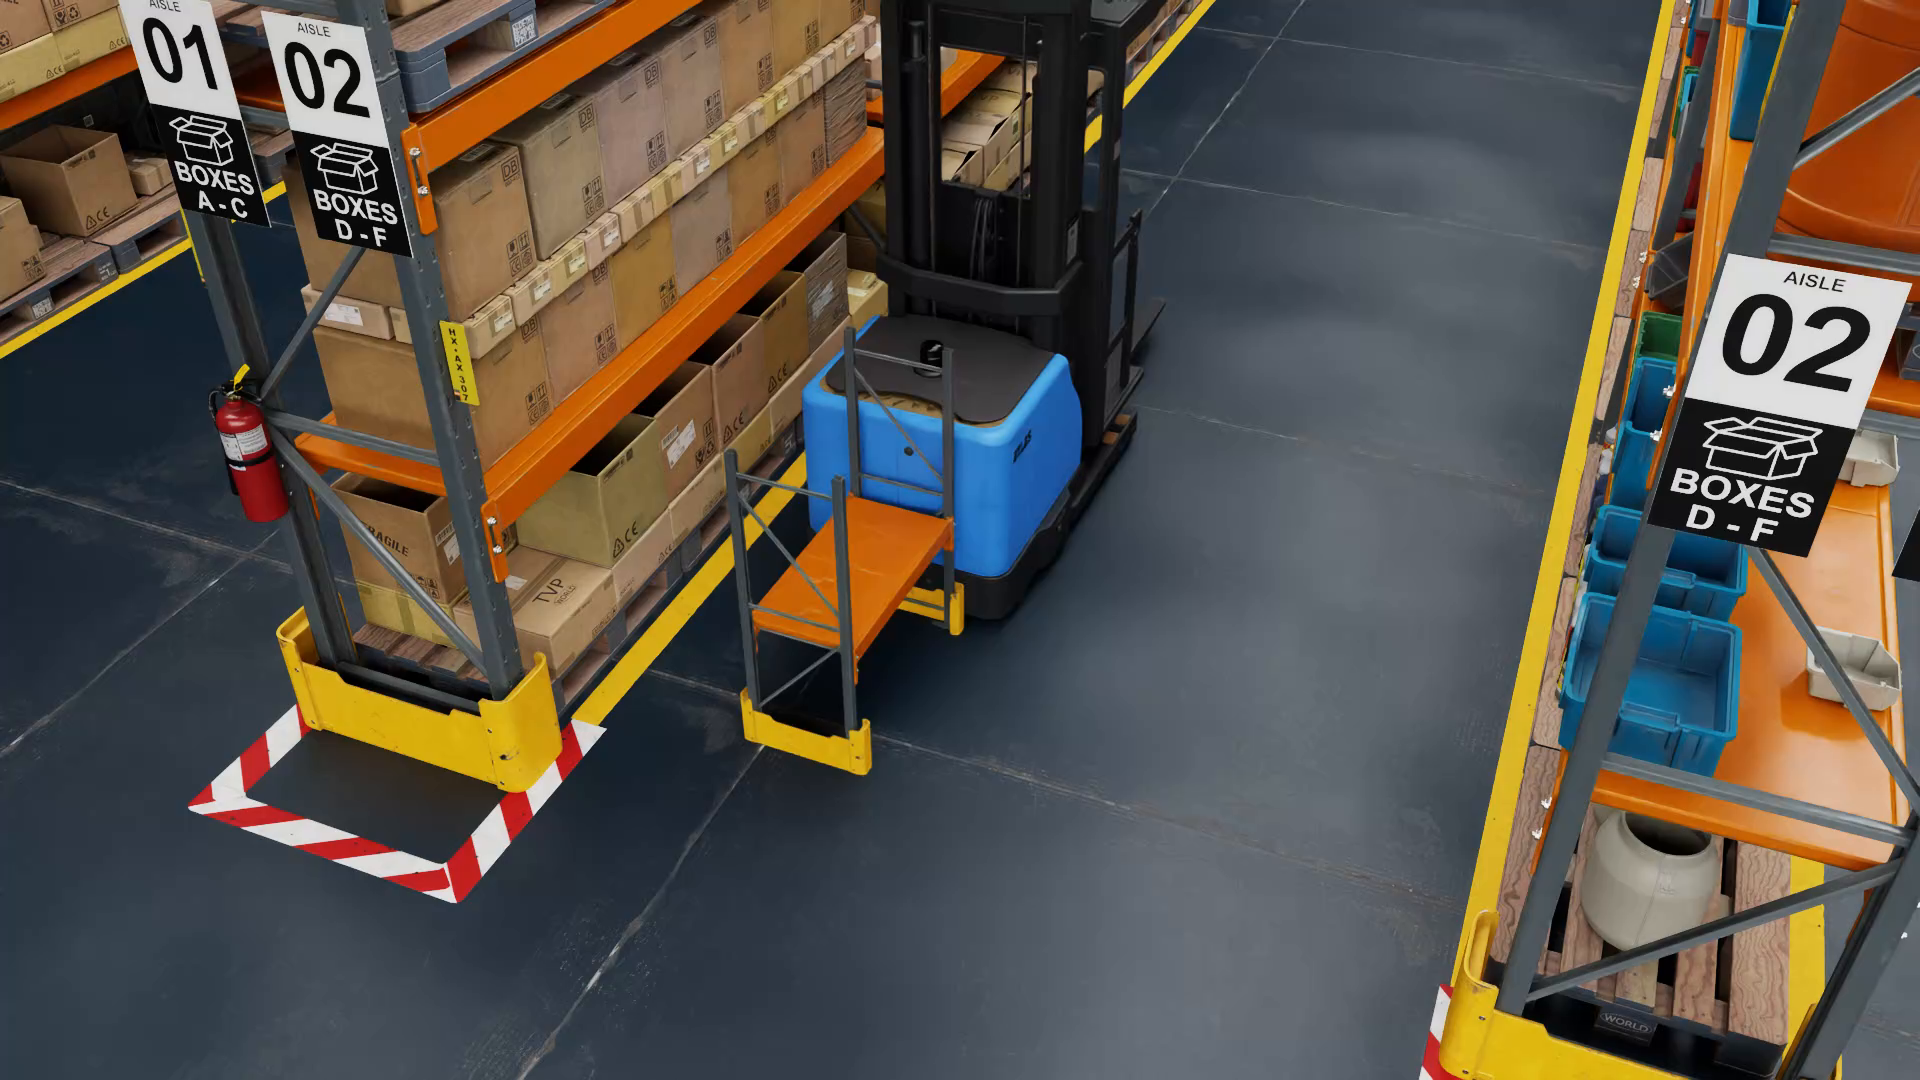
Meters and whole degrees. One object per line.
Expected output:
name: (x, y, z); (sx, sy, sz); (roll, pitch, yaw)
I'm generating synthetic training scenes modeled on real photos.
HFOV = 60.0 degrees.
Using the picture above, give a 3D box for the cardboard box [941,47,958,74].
cardboard box: (-0.236, -2.934, 9.981); (0.380, 0.149, 0.250); (14, 39, 18)

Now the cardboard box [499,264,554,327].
cardboard box: (-1.837, -0.991, 6.546); (0.380, 0.149, 0.250); (13, 39, 17)

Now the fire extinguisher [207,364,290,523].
fire extinguisher: (-2.758, -0.385, 6.426); (0.296, 0.674, 0.183); (14, 39, 18)

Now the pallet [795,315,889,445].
pallet: (-1.103, -1.043, 9.570); (1.003, 0.211, 1.213); (14, 39, 18)

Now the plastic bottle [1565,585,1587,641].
plastic bottle: (2.763, 0.343, 7.295); (0.152, 0.276, 0.135); (13, 39, 16)

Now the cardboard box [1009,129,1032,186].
cardboard box: (0.205, -2.676, 11.372); (0.500, 0.250, 0.500); (15, 39, 19)

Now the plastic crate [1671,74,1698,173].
plastic crate: (3.950, -2.135, 8.716); (0.392, 0.384, 0.575); (14, 39, 18)

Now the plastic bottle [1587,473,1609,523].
plastic bottle: (3.127, -0.223, 7.989); (0.144, 0.351, 0.185); (15, 39, 19)

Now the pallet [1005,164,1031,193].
pallet: (-0.055, -2.568, 11.611); (1.003, 0.211, 1.213); (14, 39, 18)

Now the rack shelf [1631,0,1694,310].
rack shelf: (4.579, -2.279, 9.496); (1.077, 0.370, 4.000); (14, 39, 18)

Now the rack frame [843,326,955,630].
rack frame: (-0.259, -0.242, 7.423); (0.500, 1.500, 0.032); (14, 39, 18)

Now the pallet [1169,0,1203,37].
pallet: (1.545, -4.766, 14.552); (1.003, 0.211, 1.213); (14, 39, 18)

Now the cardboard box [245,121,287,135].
cardboard box: (-5.080, -3.303, 11.986); (0.700, 0.500, 0.500); (15, 39, 19)

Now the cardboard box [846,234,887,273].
cardboard box: (-0.379, -1.824, 10.232); (0.500, 0.250, 0.500); (13, 39, 17)

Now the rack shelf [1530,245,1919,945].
rack shelf: (3.057, -0.064, 6.533); (1.077, 0.370, 4.000); (14, 39, 18)

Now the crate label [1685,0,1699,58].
crate label: (4.711, -3.200, 10.098); (0.502, 0.435, 0.616); (14, 39, 18)

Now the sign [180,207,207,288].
sign: (-2.780, -1.066, 6.107); (0.100, 0.325, 0.005); (14, 39, 18)

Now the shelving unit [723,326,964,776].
shelving unit: (-0.457, 0.032, 7.055); (0.587, 1.500, 1.083); (14, 39, 18)

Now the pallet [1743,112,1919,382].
pallet: (2.701, -0.807, 4.578); (1.003, 0.211, 1.213); (14, 39, 18)

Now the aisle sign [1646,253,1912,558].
aisle sign: (1.994, -0.314, 4.095); (0.394, 0.787, 0.004); (14, 39, 18)

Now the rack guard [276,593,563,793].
rack guard: (-2.293, 0.639, 7.079); (1.175, 0.500, 0.348); (14, 39, 18)

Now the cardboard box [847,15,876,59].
cardboard box: (-0.667, -2.691, 8.821); (0.380, 0.149, 0.250); (14, 39, 18)

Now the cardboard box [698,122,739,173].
cardboard box: (-1.250, -1.840, 7.683); (0.380, 0.149, 0.250); (15, 39, 19)

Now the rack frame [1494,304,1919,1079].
rack frame: (2.296, 0.755, 4.836); (1.000, 3.000, 0.127); (14, 39, 18)

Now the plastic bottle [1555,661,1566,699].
plastic bottle: (2.589, 0.583, 7.036); (0.097, 0.201, 0.097); (0, 37, 0)

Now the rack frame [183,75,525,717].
rack frame: (-2.284, -0.376, 6.349); (1.000, 3.000, 0.127); (14, 39, 18)

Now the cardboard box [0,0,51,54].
cardboard box: (-5.624, -3.079, 9.447); (0.500, 0.500, 0.500); (13, 39, 16)

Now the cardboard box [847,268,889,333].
cardboard box: (-0.736, -1.351, 9.599); (0.500, 0.250, 0.500); (14, 39, 18)

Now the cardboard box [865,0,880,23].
cardboard box: (-0.254, -3.344, 10.236); (0.500, 0.500, 0.500); (17, 40, 21)

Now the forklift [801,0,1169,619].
forklift: (0.316, -1.683, 8.154); (1.130, 2.935, 3.031); (14, 39, 18)

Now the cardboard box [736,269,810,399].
cardboard box: (-1.124, -1.099, 8.636); (0.500, 0.500, 0.500); (14, 39, 18)

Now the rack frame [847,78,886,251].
rack frame: (-0.762, -2.590, 9.312); (1.000, 3.000, 0.127); (14, 39, 18)

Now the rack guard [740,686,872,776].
rack guard: (-0.654, 0.807, 7.063); (0.587, 0.250, 0.087); (14, 39, 18)

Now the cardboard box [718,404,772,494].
cardboard box: (-1.302, -0.519, 8.486); (0.500, 0.250, 0.500); (14, 39, 18)

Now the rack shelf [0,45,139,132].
rack shelf: (-6.105, -2.321, 9.553); (1.077, 0.370, 4.000); (14, 39, 18)

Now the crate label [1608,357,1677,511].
crate label: (2.746, -0.340, 6.272); (0.502, 0.435, 0.616); (14, 39, 18)

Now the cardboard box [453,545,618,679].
cardboard box: (-1.874, 0.311, 7.376); (0.500, 0.250, 0.500); (14, 39, 18)

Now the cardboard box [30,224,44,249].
cardboard box: (-5.971, -1.870, 10.362); (0.380, 0.149, 0.250); (11, 38, 14)

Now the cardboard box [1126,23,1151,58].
cardboard box: (1.198, -4.167, 13.141); (0.500, 0.500, 0.500); (15, 39, 20)

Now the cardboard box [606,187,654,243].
cardboard box: (-1.544, -1.416, 7.115); (0.380, 0.149, 0.250); (13, 39, 16)

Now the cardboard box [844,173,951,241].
cardboard box: (-0.374, -2.054, 10.071); (0.500, 0.311, 0.500); (14, 39, 18)

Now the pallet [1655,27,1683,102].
pallet: (6.067, -3.677, 13.094); (1.003, 0.211, 1.213); (14, 39, 18)

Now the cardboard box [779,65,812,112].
cardboard box: (-0.959, -2.263, 8.249); (0.380, 0.149, 0.250); (14, 39, 18)

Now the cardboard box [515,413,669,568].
cardboard box: (-1.686, -0.266, 7.522); (0.500, 0.500, 0.500); (14, 39, 18)

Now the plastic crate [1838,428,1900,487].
plastic crate: (3.434, -0.398, 6.598); (0.530, 0.136, 0.437); (14, 39, 18)

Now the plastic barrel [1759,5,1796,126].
plastic barrel: (2.612, -1.350, 4.639); (0.600, 0.588, 0.600); (0, 37, 0)

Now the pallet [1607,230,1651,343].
pallet: (4.543, -1.464, 10.135); (1.003, 0.211, 1.213); (14, 39, 18)

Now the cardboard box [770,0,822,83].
cardboard box: (-1.116, -2.623, 8.188); (0.700, 0.500, 0.500); (14, 39, 18)

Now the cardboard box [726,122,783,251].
cardboard box: (-1.314, -1.813, 8.188); (0.700, 0.500, 0.500); (14, 39, 18)

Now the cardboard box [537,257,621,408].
cardboard box: (-1.899, -0.963, 7.051); (0.700, 0.500, 0.500); (15, 39, 19)

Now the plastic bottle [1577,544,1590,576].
plastic bottle: (2.926, 0.093, 7.692); (0.097, 0.201, 0.097); (0, 37, 0)

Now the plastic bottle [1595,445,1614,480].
plastic bottle: (3.252, -0.382, 8.328); (0.097, 0.201, 0.097); (0, 37, 0)

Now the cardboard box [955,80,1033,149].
cardboard box: (0.210, -2.905, 11.211); (0.500, 0.311, 0.500); (15, 39, 19)

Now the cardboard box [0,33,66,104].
cardboard box: (-5.619, -2.777, 9.671); (0.500, 0.250, 0.500); (14, 39, 17)

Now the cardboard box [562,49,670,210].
cardboard box: (-1.688, -1.792, 7.076); (0.700, 0.500, 0.500); (14, 39, 18)

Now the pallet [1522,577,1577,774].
pallet: (3.061, 0.697, 7.242); (1.003, 0.211, 1.213); (14, 39, 18)
